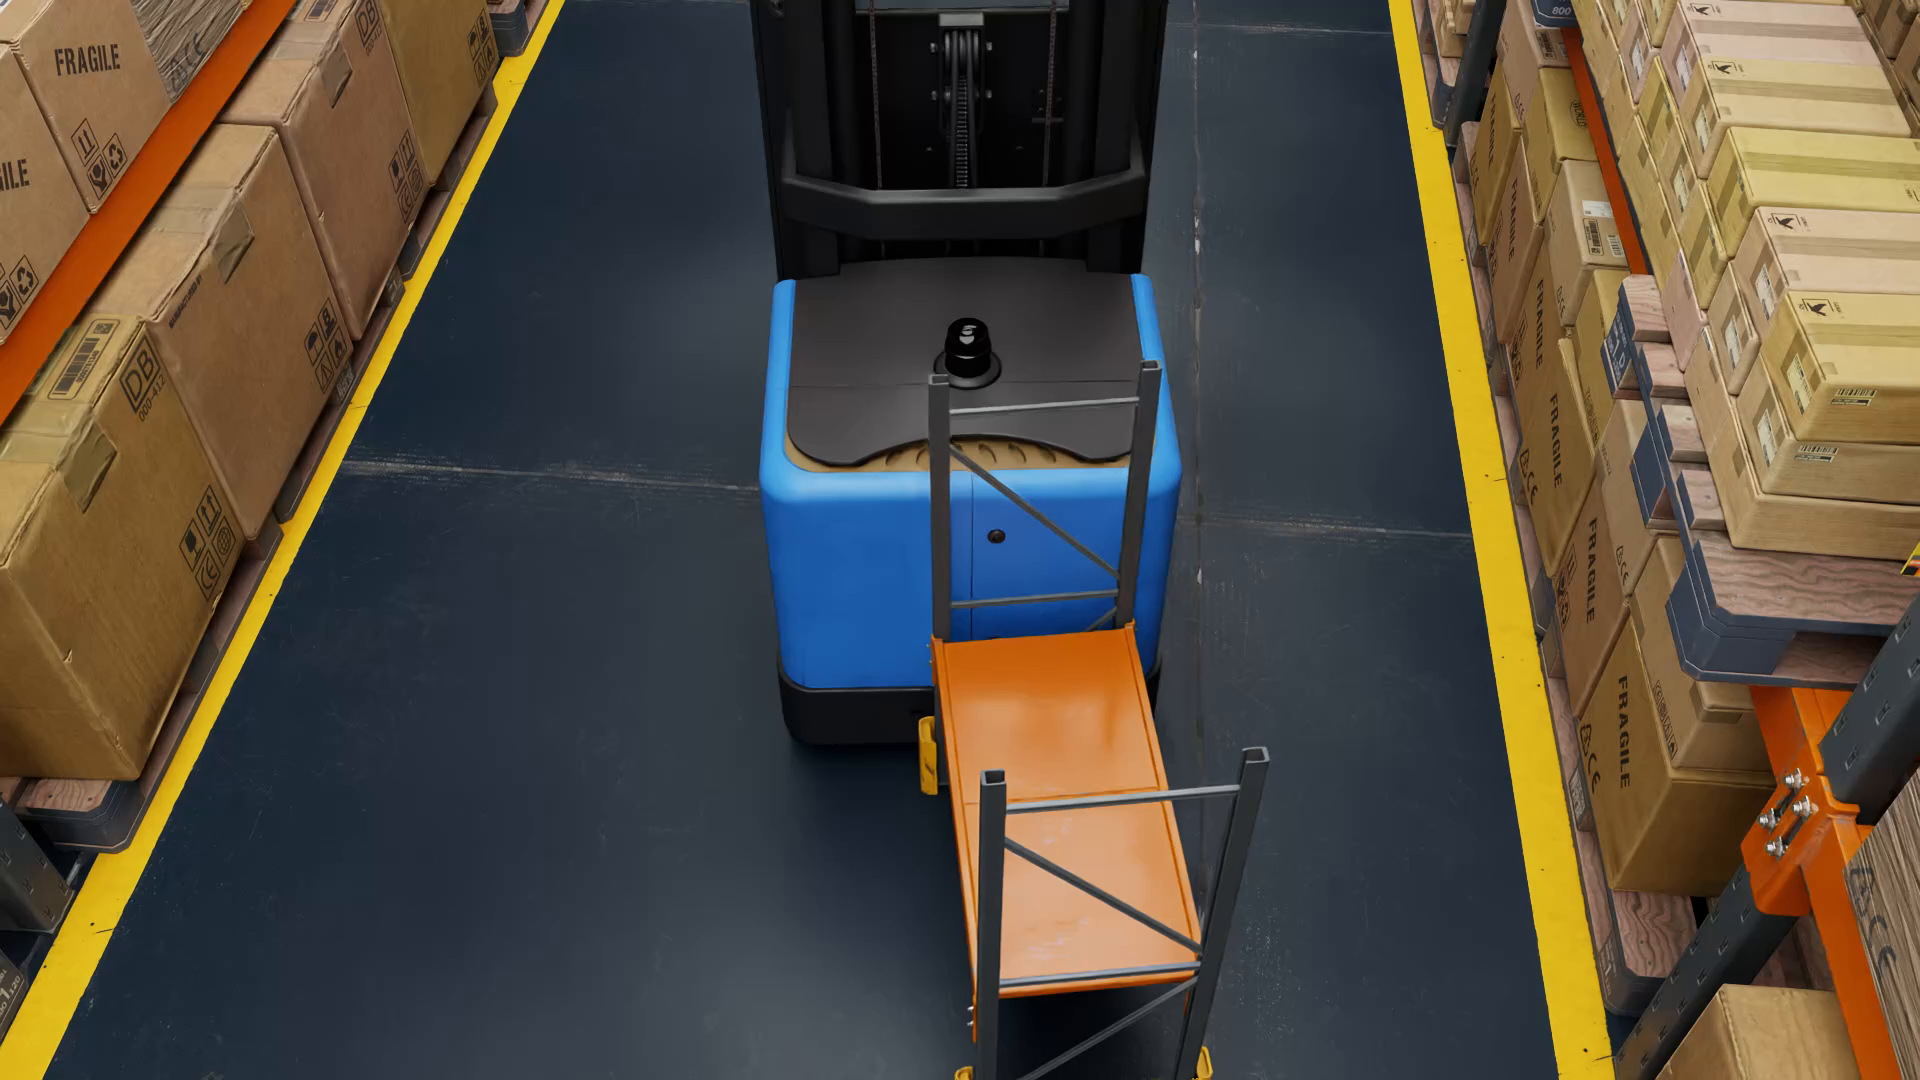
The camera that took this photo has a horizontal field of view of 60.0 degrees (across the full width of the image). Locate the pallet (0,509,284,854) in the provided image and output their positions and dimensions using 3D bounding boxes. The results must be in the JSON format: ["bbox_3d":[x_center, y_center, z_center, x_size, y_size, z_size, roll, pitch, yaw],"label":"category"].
[{"bbox_3d":[-2.690,0.301,4.832,1.003,0.211,1.213,4,48,4],"label":"pallet"}]

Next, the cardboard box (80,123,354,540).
[{"bbox_3d":[-2.665,-0.651,4.968,1.225,0.875,0.875,4,48,4],"label":"cardboard box"}]

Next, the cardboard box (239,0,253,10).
[{"bbox_3d":[-2.336,-1.929,4.914,0.500,0.500,0.500,3,48,3],"label":"cardboard box"}]

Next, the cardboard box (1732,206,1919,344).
[{"bbox_3d":[1.706,-0.491,3.149,0.380,0.149,0.250,3,48,3],"label":"cardboard box"}]

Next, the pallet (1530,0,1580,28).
[{"bbox_3d":[2.243,-1.981,5.159,1.003,0.211,1.213,4,48,4],"label":"pallet"}]

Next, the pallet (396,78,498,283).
[{"bbox_3d":[-2.468,-1.492,6.471,1.003,0.211,1.213,4,48,4],"label":"pallet"}]

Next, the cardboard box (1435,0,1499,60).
[{"bbox_3d":[2.154,-2.088,6.774,0.380,0.149,0.250,4,48,4],"label":"cardboard box"}]

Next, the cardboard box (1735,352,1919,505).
[{"bbox_3d":[1.685,-0.209,3.092,0.380,0.149,0.250,5,48,4],"label":"cardboard box"}]

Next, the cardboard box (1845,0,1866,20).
[{"bbox_3d":[2.503,-1.391,4.376,0.380,0.149,0.250,6,48,5],"label":"cardboard box"}]

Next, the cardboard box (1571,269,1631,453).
[{"bbox_3d":[1.991,-0.474,4.552,0.500,0.250,0.500,5,48,4],"label":"cardboard box"}]

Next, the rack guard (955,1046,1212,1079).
[{"bbox_3d":[0.283,1.302,3.890,0.587,0.250,0.087,-4,48,-4],"label":"rack guard"}]

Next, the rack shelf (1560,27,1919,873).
[{"bbox_3d":[2.275,-0.885,4.514,1.077,0.370,4.000,4,48,4],"label":"rack shelf"}]

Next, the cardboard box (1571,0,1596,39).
[{"bbox_3d":[1.850,-1.436,4.416,0.380,0.149,0.250,3,48,3],"label":"cardboard box"}]

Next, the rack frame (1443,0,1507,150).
[{"bbox_3d":[2.458,-2.597,5.593,1.000,3.000,0.127,4,48,4],"label":"rack frame"}]

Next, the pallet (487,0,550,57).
[{"bbox_3d":[-2.325,-2.617,7.501,1.003,0.211,1.213,4,48,4],"label":"pallet"}]

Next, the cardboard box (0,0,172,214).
[{"bbox_3d":[-2.434,-1.194,4.242,0.500,0.500,0.500,3,48,3],"label":"cardboard box"}]

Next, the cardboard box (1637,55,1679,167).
[{"bbox_3d":[1.777,-0.965,3.784,0.380,0.149,0.250,4,48,3],"label":"cardboard box"}]

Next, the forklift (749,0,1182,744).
[{"bbox_3d":[-0.009,-1.497,4.633,1.130,2.935,3.031,-1,48,-1],"label":"forklift"}]

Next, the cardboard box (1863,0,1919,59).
[{"bbox_3d":[2.474,-1.302,4.092,0.380,0.149,0.250,5,48,5],"label":"cardboard box"}]

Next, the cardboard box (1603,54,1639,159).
[{"bbox_3d":[1.802,-1.050,4.064,0.380,0.149,0.250,5,48,5],"label":"cardboard box"}]

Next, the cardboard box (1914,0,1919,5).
[{"bbox_3d":[2.473,-1.391,3.972,0.380,0.149,0.250,3,48,3],"label":"cardboard box"}]

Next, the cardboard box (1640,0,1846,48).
[{"bbox_3d":[1.801,-1.257,3.849,0.380,0.149,0.250,6,48,5],"label":"cardboard box"}]

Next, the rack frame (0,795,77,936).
[{"bbox_3d":[-2.837,-0.066,3.277,1.000,3.000,0.127,4,48,4],"label":"rack frame"}]

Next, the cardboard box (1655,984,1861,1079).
[{"bbox_3d":[1.948,1.401,3.176,1.050,0.750,0.750,3,48,3],"label":"cardboard box"}]

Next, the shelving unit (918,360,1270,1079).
[{"bbox_3d":[0.233,0.515,3.763,0.587,1.500,1.083,-4,48,-4],"label":"shelving unit"}]

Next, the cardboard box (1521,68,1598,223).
[{"bbox_3d":[2.081,-1.232,5.245,0.500,0.250,0.500,5,48,5],"label":"cardboard box"}]

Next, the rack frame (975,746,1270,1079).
[{"bbox_3d":[0.285,0.895,3.415,0.500,1.500,0.032,-4,48,-4],"label":"rack frame"}]

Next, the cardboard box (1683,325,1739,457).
[{"bbox_3d":[1.705,-0.291,3.369,0.380,0.149,0.250,4,48,3],"label":"cardboard box"}]

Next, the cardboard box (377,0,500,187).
[{"bbox_3d":[-2.511,-1.958,6.163,1.225,0.875,0.875,4,48,4],"label":"cardboard box"}]

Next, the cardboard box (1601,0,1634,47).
[{"bbox_3d":[1.823,-1.347,4.133,0.380,0.149,0.250,3,48,3],"label":"cardboard box"}]

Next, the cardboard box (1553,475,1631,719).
[{"bbox_3d":[1.944,0.162,4.479,0.500,0.500,0.500,6,48,5],"label":"cardboard box"}]

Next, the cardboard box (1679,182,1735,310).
[{"bbox_3d":[1.729,-0.599,3.449,0.380,0.149,0.250,5,48,4],"label":"cardboard box"}]

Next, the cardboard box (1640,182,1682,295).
[{"bbox_3d":[1.754,-0.663,3.709,0.380,0.149,0.250,3,48,3],"label":"cardboard box"}]

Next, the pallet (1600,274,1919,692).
[{"bbox_3d":[2.052,-0.124,3.461,1.213,0.211,1.003,4,48,4],"label":"pallet"}]

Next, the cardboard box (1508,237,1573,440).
[{"bbox_3d":[2.045,-0.595,5.171,0.500,0.500,0.500,5,48,4],"label":"cardboard box"}]

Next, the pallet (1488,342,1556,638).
[{"bbox_3d":[2.279,-0.185,5.276,1.003,0.211,1.213,4,48,4],"label":"pallet"}]

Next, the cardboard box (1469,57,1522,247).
[{"bbox_3d":[2.126,-1.370,5.880,0.500,0.500,0.500,6,48,5],"label":"cardboard box"}]

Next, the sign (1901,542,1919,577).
[{"bbox_3d":[1.552,-0.051,2.533,0.100,0.325,0.005,4,48,4],"label":"sign"}]

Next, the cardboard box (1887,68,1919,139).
[{"bbox_3d":[2.454,-1.004,4.022,0.380,0.149,0.250,4,48,4],"label":"cardboard box"}]

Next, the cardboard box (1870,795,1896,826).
[{"bbox_3d":[2.411,0.541,4.131,0.500,0.500,0.500,2,48,2],"label":"cardboard box"}]

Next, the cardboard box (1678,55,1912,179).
[{"bbox_3d":[1.751,-0.880,3.504,0.380,0.149,0.250,5,48,5],"label":"cardboard box"}]

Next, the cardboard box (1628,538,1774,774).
[{"bbox_3d":[1.894,0.271,3.871,0.500,0.250,0.500,3,48,3],"label":"cardboard box"}]
